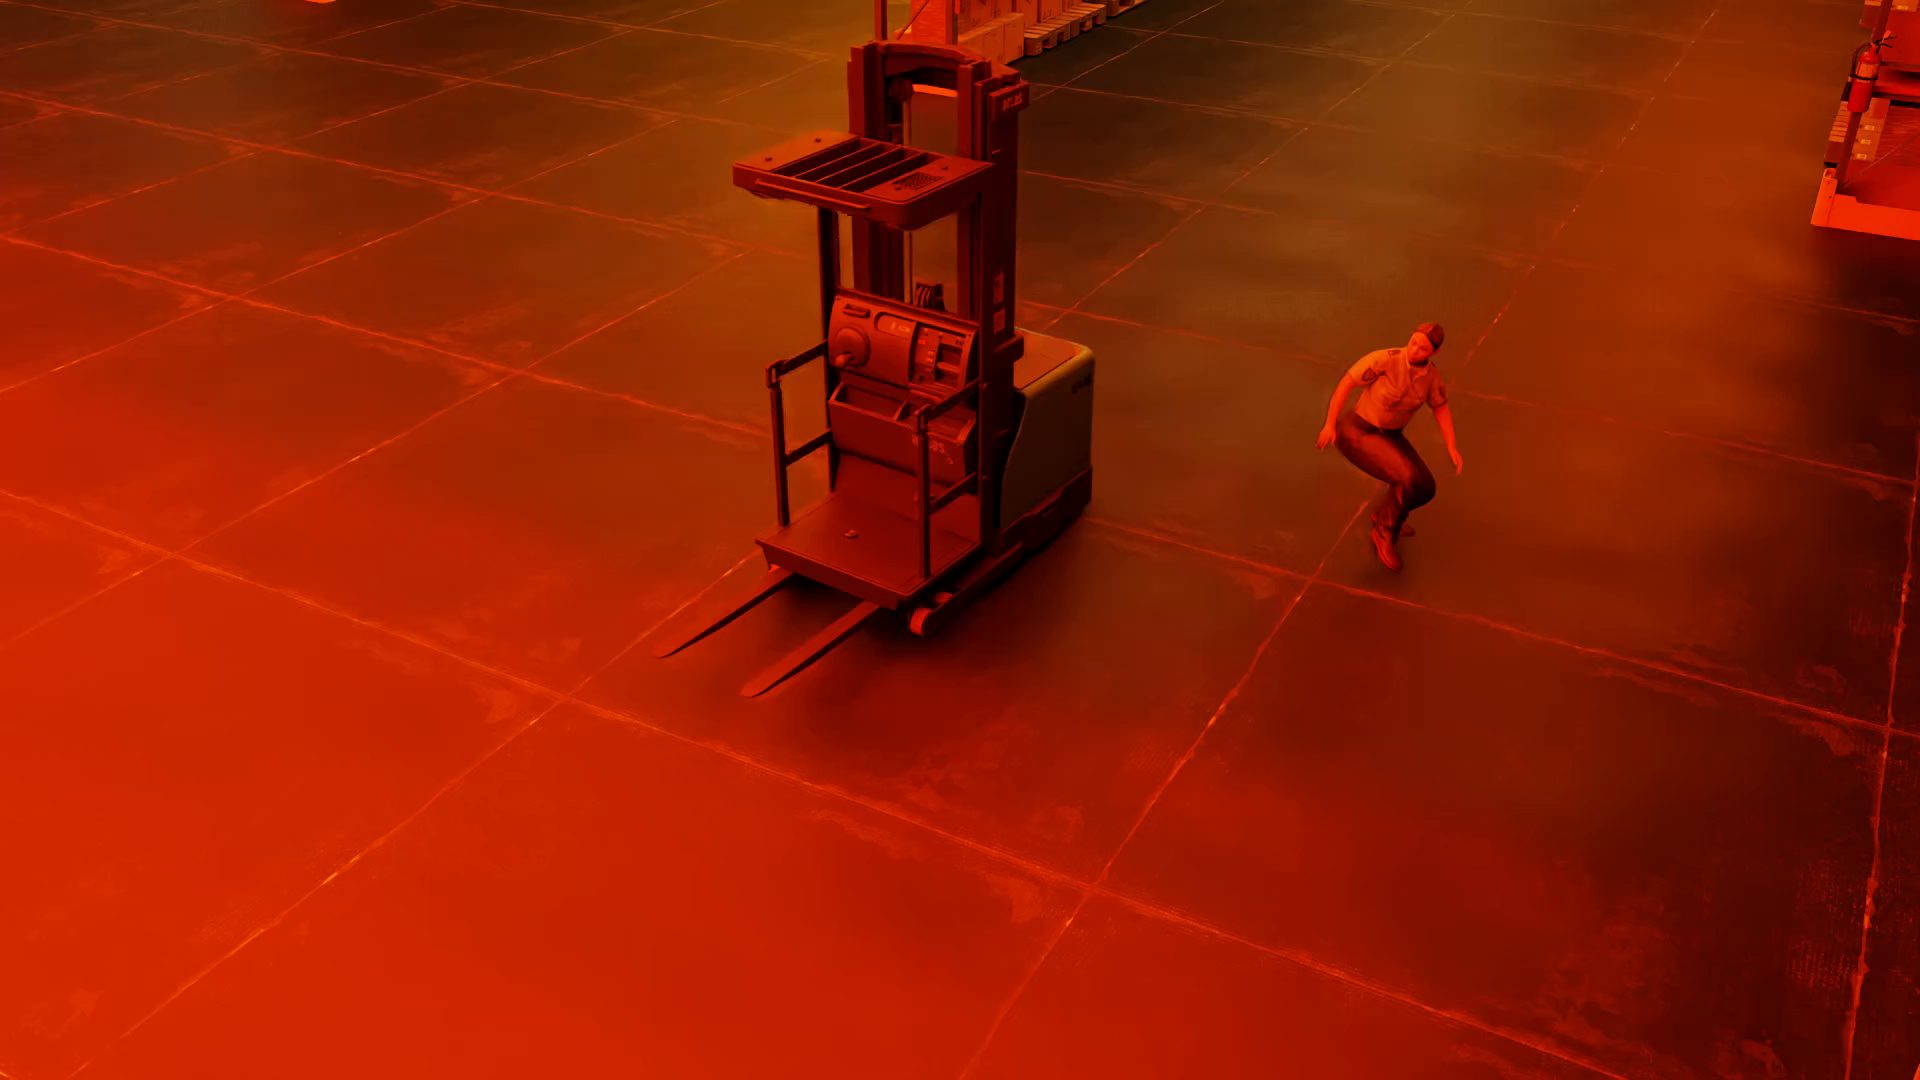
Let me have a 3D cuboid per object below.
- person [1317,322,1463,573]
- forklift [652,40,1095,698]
[{"bbox_3d":[2.521,-0.566,9.589,0.715,1.441,0.668,-21,36,-32],"label":"person"},{"bbox_3d":[-0.442,-1.012,8.824,1.130,2.935,3.031,19,35,30],"label":"forklift"}]
